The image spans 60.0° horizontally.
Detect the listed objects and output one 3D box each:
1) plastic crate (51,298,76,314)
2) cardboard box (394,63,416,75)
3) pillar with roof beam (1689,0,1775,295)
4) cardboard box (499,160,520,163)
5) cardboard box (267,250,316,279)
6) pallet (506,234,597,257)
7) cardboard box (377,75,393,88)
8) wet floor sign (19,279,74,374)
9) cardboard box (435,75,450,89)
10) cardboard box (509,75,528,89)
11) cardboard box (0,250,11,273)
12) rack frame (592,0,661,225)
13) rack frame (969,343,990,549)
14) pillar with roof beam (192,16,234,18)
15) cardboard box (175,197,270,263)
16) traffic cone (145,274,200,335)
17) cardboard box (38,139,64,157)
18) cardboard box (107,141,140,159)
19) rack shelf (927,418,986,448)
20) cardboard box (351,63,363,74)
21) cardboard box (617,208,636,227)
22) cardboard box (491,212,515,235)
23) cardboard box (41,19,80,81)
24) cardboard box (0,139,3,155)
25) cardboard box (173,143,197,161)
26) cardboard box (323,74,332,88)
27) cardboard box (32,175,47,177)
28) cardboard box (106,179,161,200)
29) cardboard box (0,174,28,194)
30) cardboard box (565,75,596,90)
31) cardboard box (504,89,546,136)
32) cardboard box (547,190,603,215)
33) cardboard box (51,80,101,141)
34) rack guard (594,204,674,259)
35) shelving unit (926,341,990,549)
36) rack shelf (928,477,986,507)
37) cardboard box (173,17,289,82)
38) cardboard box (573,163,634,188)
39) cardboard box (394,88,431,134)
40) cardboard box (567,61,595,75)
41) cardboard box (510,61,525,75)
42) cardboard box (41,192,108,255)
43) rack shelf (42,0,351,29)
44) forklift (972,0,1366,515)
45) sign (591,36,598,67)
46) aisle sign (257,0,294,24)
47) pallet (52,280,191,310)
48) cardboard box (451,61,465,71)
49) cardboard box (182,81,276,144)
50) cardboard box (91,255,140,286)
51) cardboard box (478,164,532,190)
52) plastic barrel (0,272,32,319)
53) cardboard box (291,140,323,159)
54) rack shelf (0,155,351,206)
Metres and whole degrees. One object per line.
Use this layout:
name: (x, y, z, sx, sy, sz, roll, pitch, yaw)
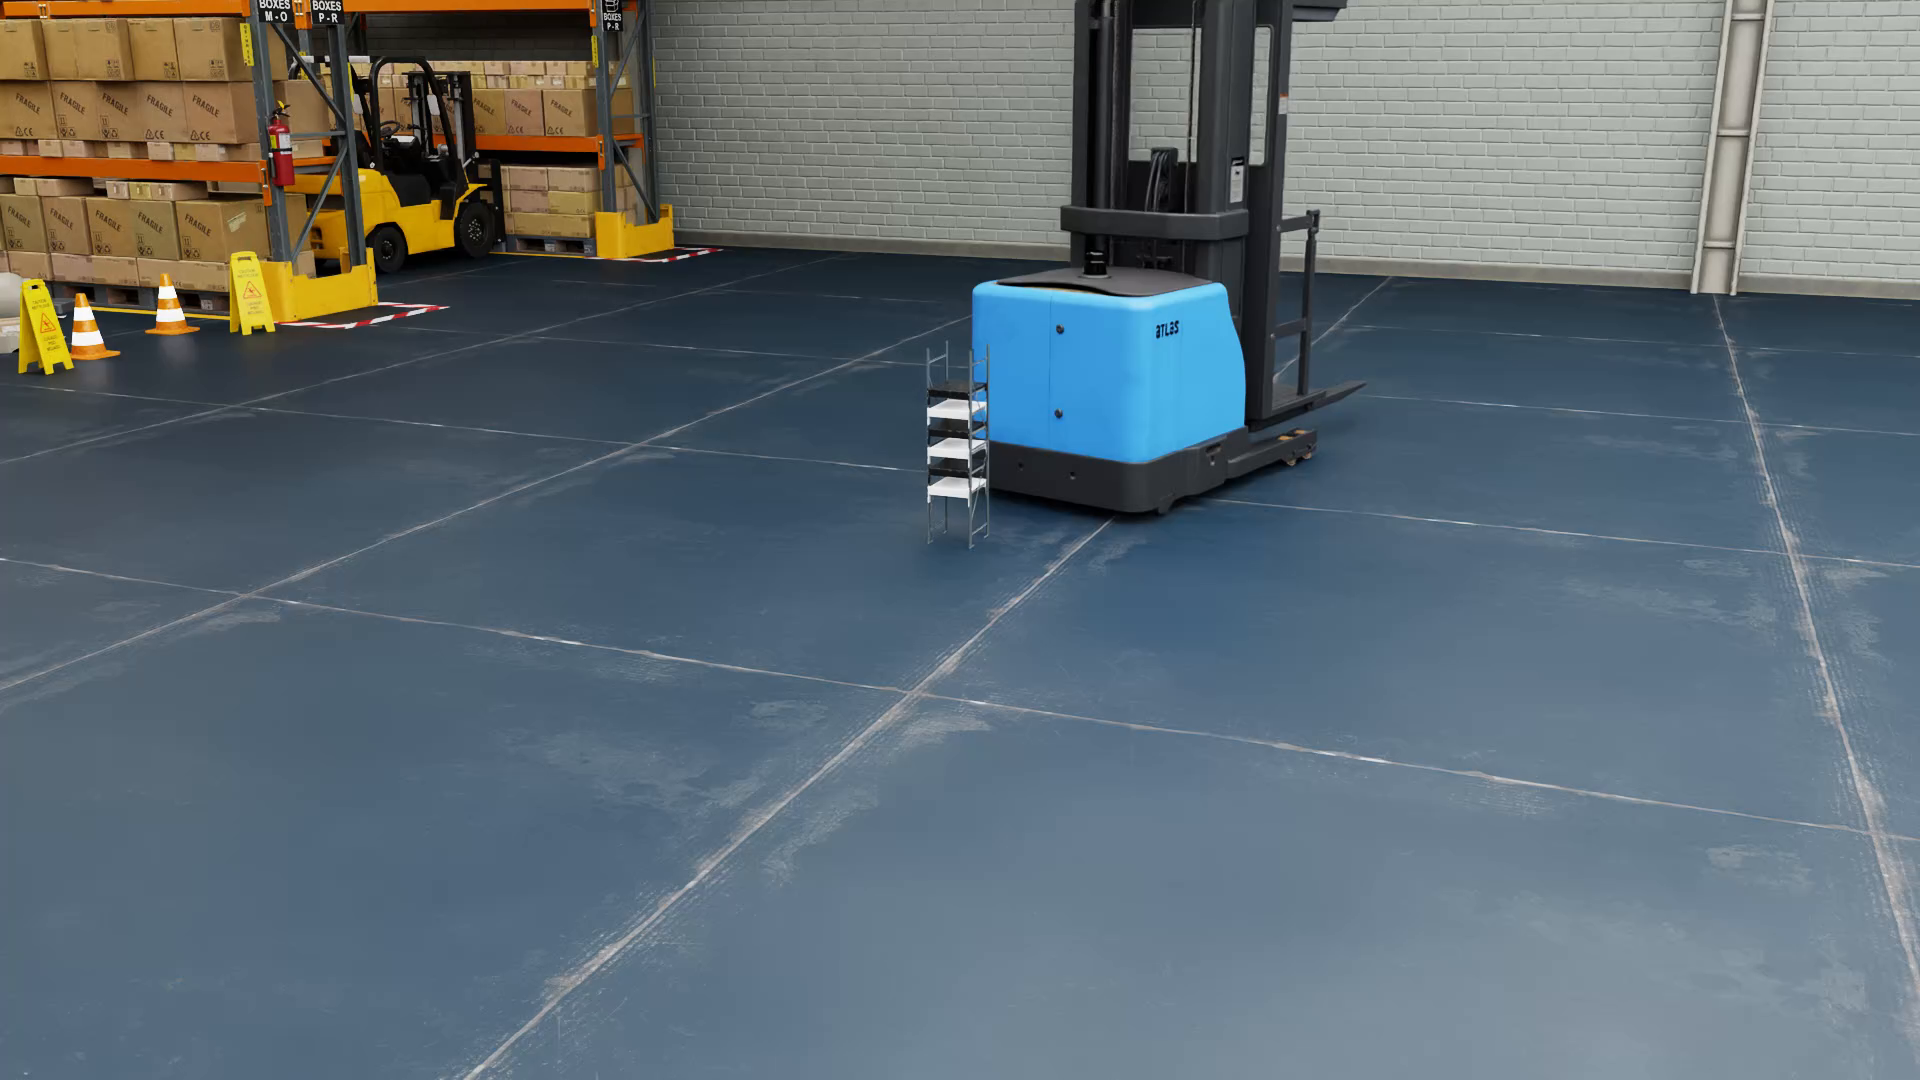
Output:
plastic crate: (-8.086, -2.061, 14.629, 0.583, 0.080, 0.402, 0, 16, 1)
cardboard box: (-6.270, -5.417, 19.077, 0.250, 0.149, 0.380, 6, 17, 20)
pillar with roof beam: (5.560, -5.557, 10.673, 0.400, 9.000, 9.100, 6, 17, 21)
cardboard box: (-5.486, -4.333, 19.603, 0.500, 0.250, 0.500, 6, 17, 20)
cardboard box: (-6.173, -2.462, 14.954, 0.500, 0.250, 0.500, 6, 17, 20)
pallet: (-4.433, -3.443, 19.154, 1.213, 0.211, 1.003, 6, 17, 21)
cardboard box: (-6.531, -5.293, 19.181, 0.250, 0.149, 0.380, 7, 17, 22)
wet floor sign: (-6.493, -1.513, 11.727, 0.232, 0.644, 0.267, 3, 17, 11)
cardboard box: (-5.796, -5.219, 18.929, 0.250, 0.149, 0.380, 6, 17, 19)
cardboard box: (-4.826, -5.126, 18.608, 0.250, 0.149, 0.380, 6, 17, 20)
cardboard box: (-8.796, -2.587, 15.383, 0.500, 0.250, 0.500, 5, 17, 18)
rack frame: (-3.707, -4.715, 18.534, 0.127, 3.000, 1.000, 6, 17, 21)
rack frame: (0.087, -0.423, 7.515, 0.006, 0.900, 0.240, 6, 17, 21)
pillar with roof beam: (-11.185, -7.398, 17.016, 0.400, 9.000, 9.100, 6, 17, 21)
cardboard box: (-6.365, -2.683, 14.367, 0.500, 0.500, 0.500, 6, 17, 21)
traffic cone: (-6.398, -1.918, 13.451, 0.334, 0.463, 0.336, 6, 17, 21)
cardboard box: (-7.883, -3.467, 14.686, 0.250, 0.149, 0.380, 6, 17, 21)
cardboard box: (-7.166, -3.402, 14.462, 0.250, 0.149, 0.380, 6, 17, 20)
rack shelf: (-0.008, -0.487, 7.535, 0.200, 0.077, 0.258, 6, 17, 21)
cardboard box: (-6.957, -5.518, 19.424, 0.250, 0.149, 0.380, 7, 17, 21)
cardboard box: (-4.092, -3.697, 19.206, 0.500, 0.250, 0.500, 6, 17, 21)
cardboard box: (-5.181, -3.669, 19.110, 0.500, 0.250, 0.500, 6, 17, 21)
cardboard box: (-7.473, -4.260, 14.461, 0.500, 0.500, 0.700, 6, 17, 20)
cardboard box: (-8.558, -3.568, 15.036, 0.250, 0.149, 0.380, 6, 17, 20)
cardboard box: (-6.458, -3.318, 14.173, 0.250, 0.149, 0.380, 6, 17, 20)
cardboard box: (-7.228, -5.383, 19.491, 0.250, 0.149, 0.380, 6, 17, 20)
cardboard box: (-11.621, -4.522, 21.599, 0.500, 0.500, 0.500, 7, 18, 22)
cardboard box: (-7.209, -3.068, 14.532, 0.250, 0.149, 0.380, 7, 18, 23)
cardboard box: (-8.701, -3.230, 15.090, 0.250, 0.149, 0.380, 7, 17, 21)
cardboard box: (-4.132, -5.037, 18.301, 0.250, 0.149, 0.380, 7, 17, 21)
cardboard box: (-4.740, -4.800, 18.650, 0.500, 0.500, 0.500, 7, 18, 22)
cardboard box: (-4.274, -3.805, 18.681, 0.500, 0.250, 0.500, 6, 17, 20)
cardboard box: (-7.523, -3.763, 14.543, 0.500, 0.500, 0.500, 6, 17, 21)
rack guard: (-3.684, -3.512, 18.874, 0.348, 0.500, 1.175, 6, 17, 21)
shelving unit: (-0.008, -0.433, 7.551, 0.210, 0.900, 0.258, 6, 17, 21)
rack shelf: (-0.008, -0.228, 7.611, 0.200, 0.077, 0.258, 6, 17, 21)
cardboard box: (-6.080, -4.094, 13.888, 0.500, 0.500, 0.700, 6, 17, 19)
cardboard box: (-4.084, -4.174, 19.057, 0.500, 0.250, 0.500, 6, 17, 20)
cardboard box: (-6.149, -4.958, 19.193, 0.500, 0.500, 0.500, 6, 17, 20)
cardboard box: (-4.117, -5.199, 18.326, 0.250, 0.149, 0.380, 6, 17, 21)
cardboard box: (-4.816, -5.281, 18.607, 0.250, 0.149, 0.380, 6, 17, 21)
cardboard box: (-7.812, -2.842, 14.916, 0.500, 0.500, 0.500, 7, 18, 24)
rack shelf: (-9.288, -6.423, 20.330, 4.000, 0.370, 1.077, 6, 17, 21)
forklift: (1.326, -1.881, 8.897, 1.130, 2.935, 3.031, 12, 20, 35)
sign: (-3.919, -5.245, 17.859, 0.005, 0.325, 0.100, 6, 17, 21)
aisle sign: (-5.573, -4.594, 13.454, 0.004, 0.787, 0.394, 6, 17, 21)
pallet: (-7.469, -2.313, 15.263, 1.213, 0.211, 1.003, 6, 17, 21)
cardboard box: (-5.546, -5.354, 18.861, 0.250, 0.149, 0.380, 7, 17, 21)
cardboard box: (-6.130, -3.602, 13.988, 0.500, 0.500, 0.500, 6, 17, 20)
cardboard box: (-7.343, -2.428, 14.836, 0.500, 0.250, 0.500, 6, 17, 19)
cardboard box: (-5.200, -4.142, 18.946, 0.500, 0.250, 0.500, 7, 17, 21)
plastic barrel: (-8.001, -2.008, 13.832, 0.512, 0.421, 0.421, -9, 18, -27)
cardboard box: (-5.764, -3.395, 14.437, 0.250, 0.149, 0.380, 6, 17, 21)
rack shelf: (-7.385, -3.286, 14.903, 4.000, 0.370, 1.077, 6, 17, 21)
